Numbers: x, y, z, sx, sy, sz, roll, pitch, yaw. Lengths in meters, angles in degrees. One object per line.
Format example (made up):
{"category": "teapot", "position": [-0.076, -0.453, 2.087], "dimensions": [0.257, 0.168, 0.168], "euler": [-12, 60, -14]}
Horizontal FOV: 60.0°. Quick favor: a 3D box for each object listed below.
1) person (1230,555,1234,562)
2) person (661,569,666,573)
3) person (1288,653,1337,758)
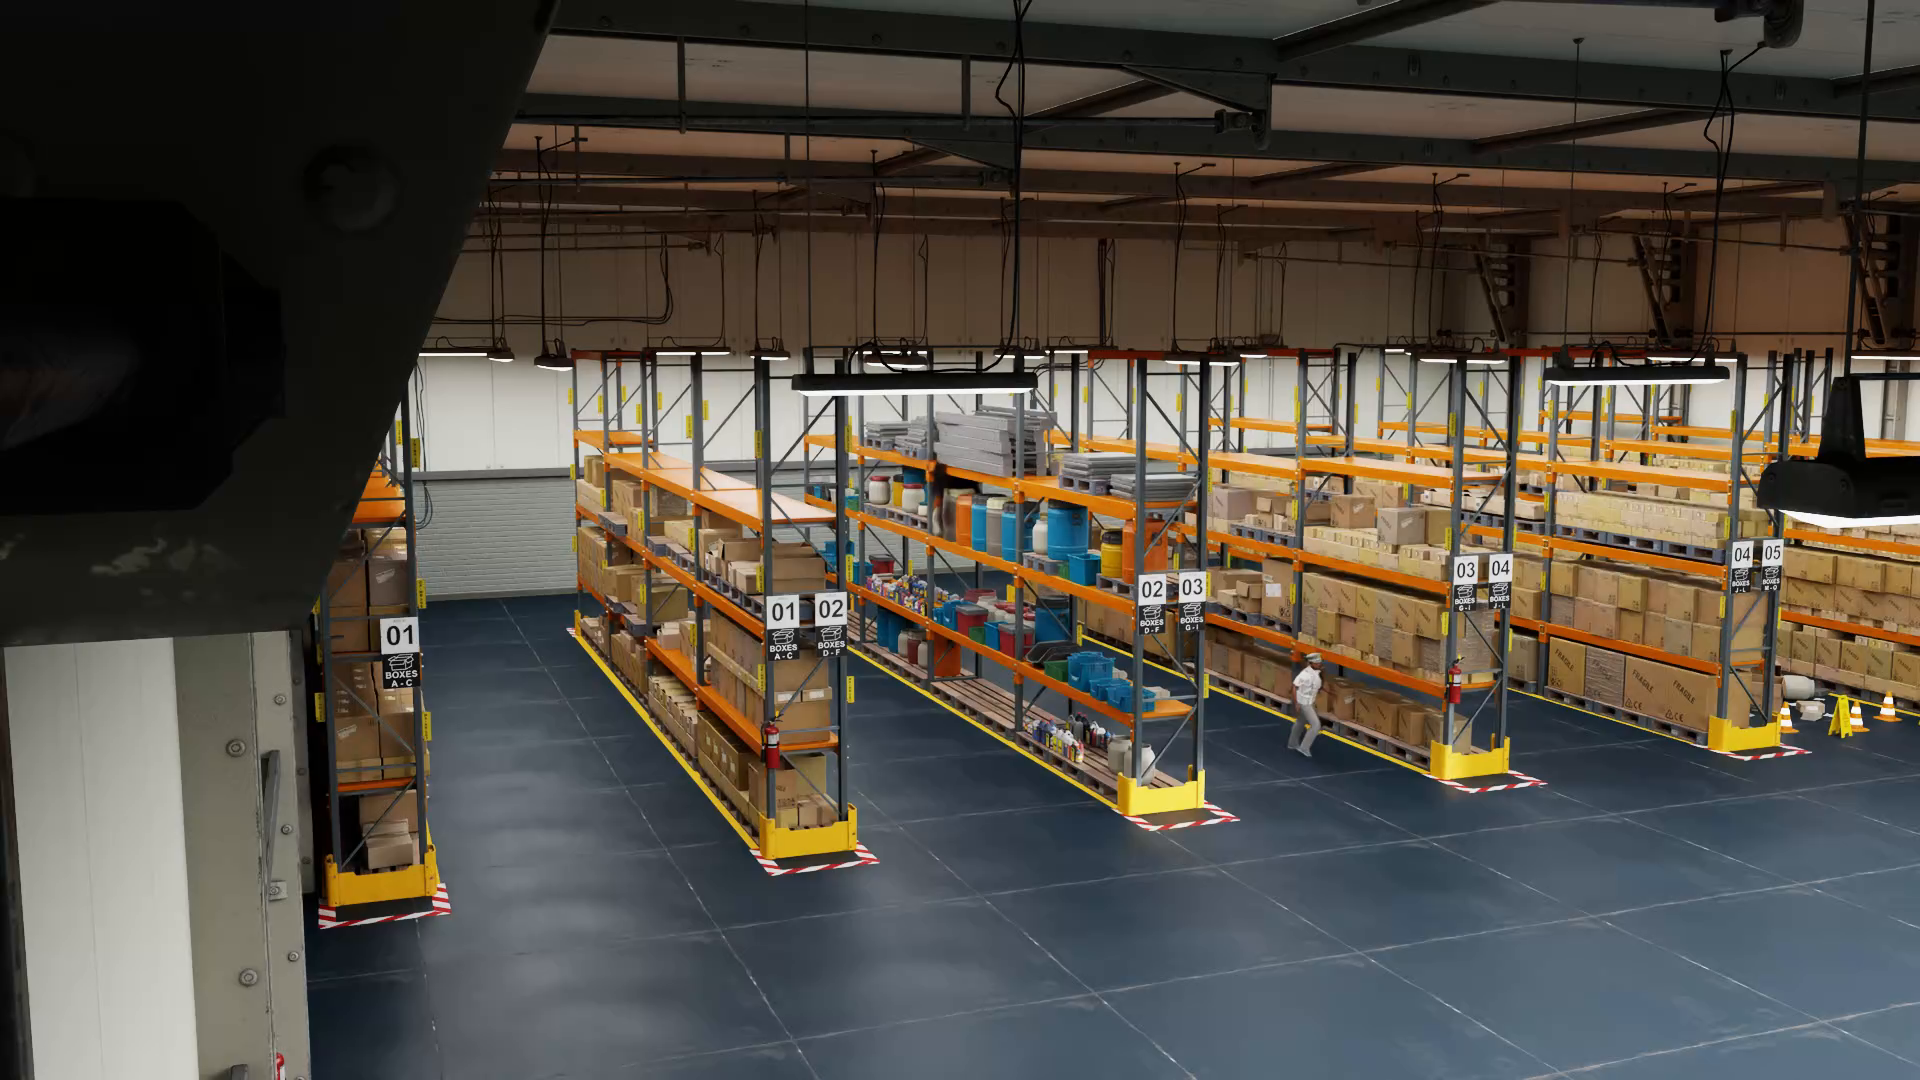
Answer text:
{"category": "person", "position": [6.720, 0.341, 41.408], "dimensions": [0.647, 1.714, 0.687], "euler": [1, 7, 5]}
{"category": "person", "position": [-6.408, 1.018, 35.868], "dimensions": [0.721, 1.825, 0.626], "euler": [7, 10, 43]}
{"category": "person", "position": [5.267, 2.472, 24.994], "dimensions": [0.772, 1.638, 0.618], "euler": [4, 8, 28]}
